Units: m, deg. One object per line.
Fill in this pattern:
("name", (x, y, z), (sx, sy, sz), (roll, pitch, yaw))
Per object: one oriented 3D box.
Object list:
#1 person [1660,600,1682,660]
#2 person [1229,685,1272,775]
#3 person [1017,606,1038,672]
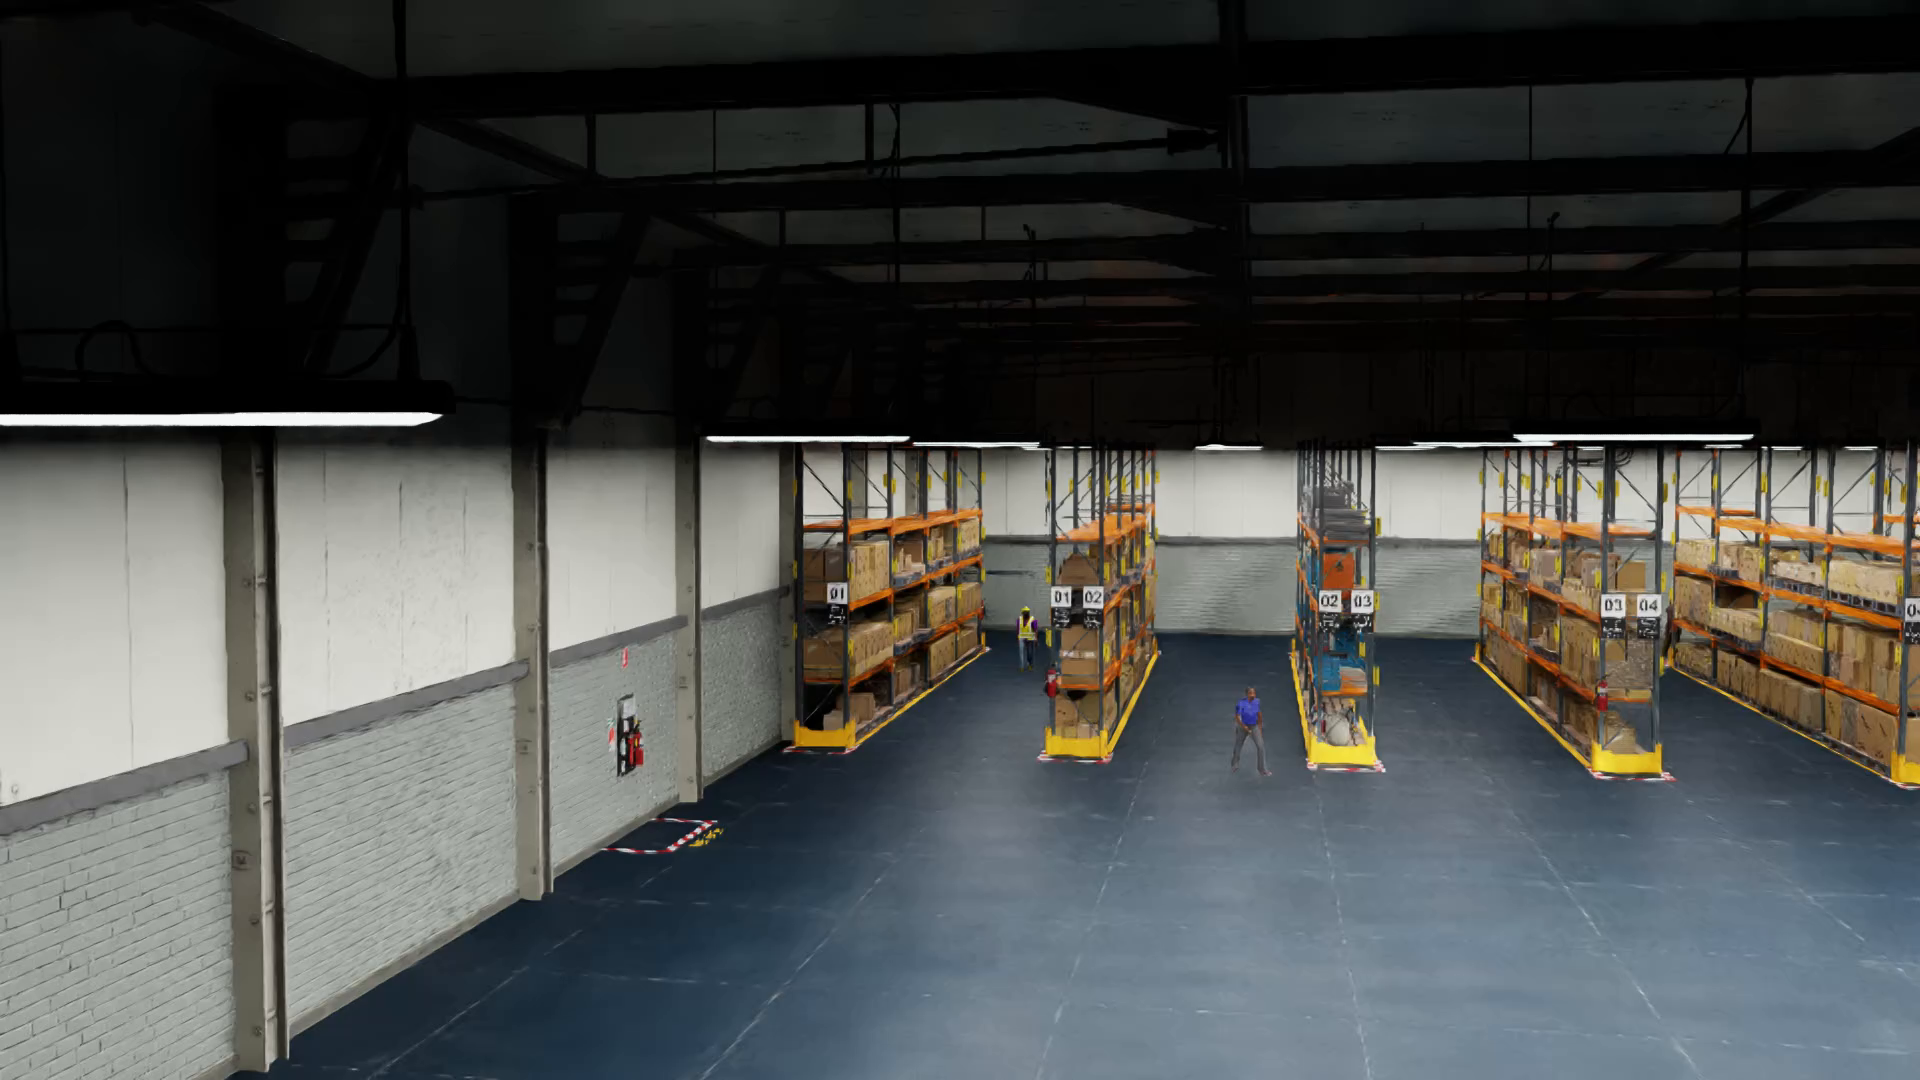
("person", (19.627, 2.401, 45.742), (0.771, 1.770, 0.576), (-3, 4, -44))
("person", (5.141, 3.363, 29.537), (0.626, 1.579, 0.809), (0, 3, -8))
("person", (1.748, 2.574, 43.362), (0.591, 1.716, 1.042), (0, 3, 9))
